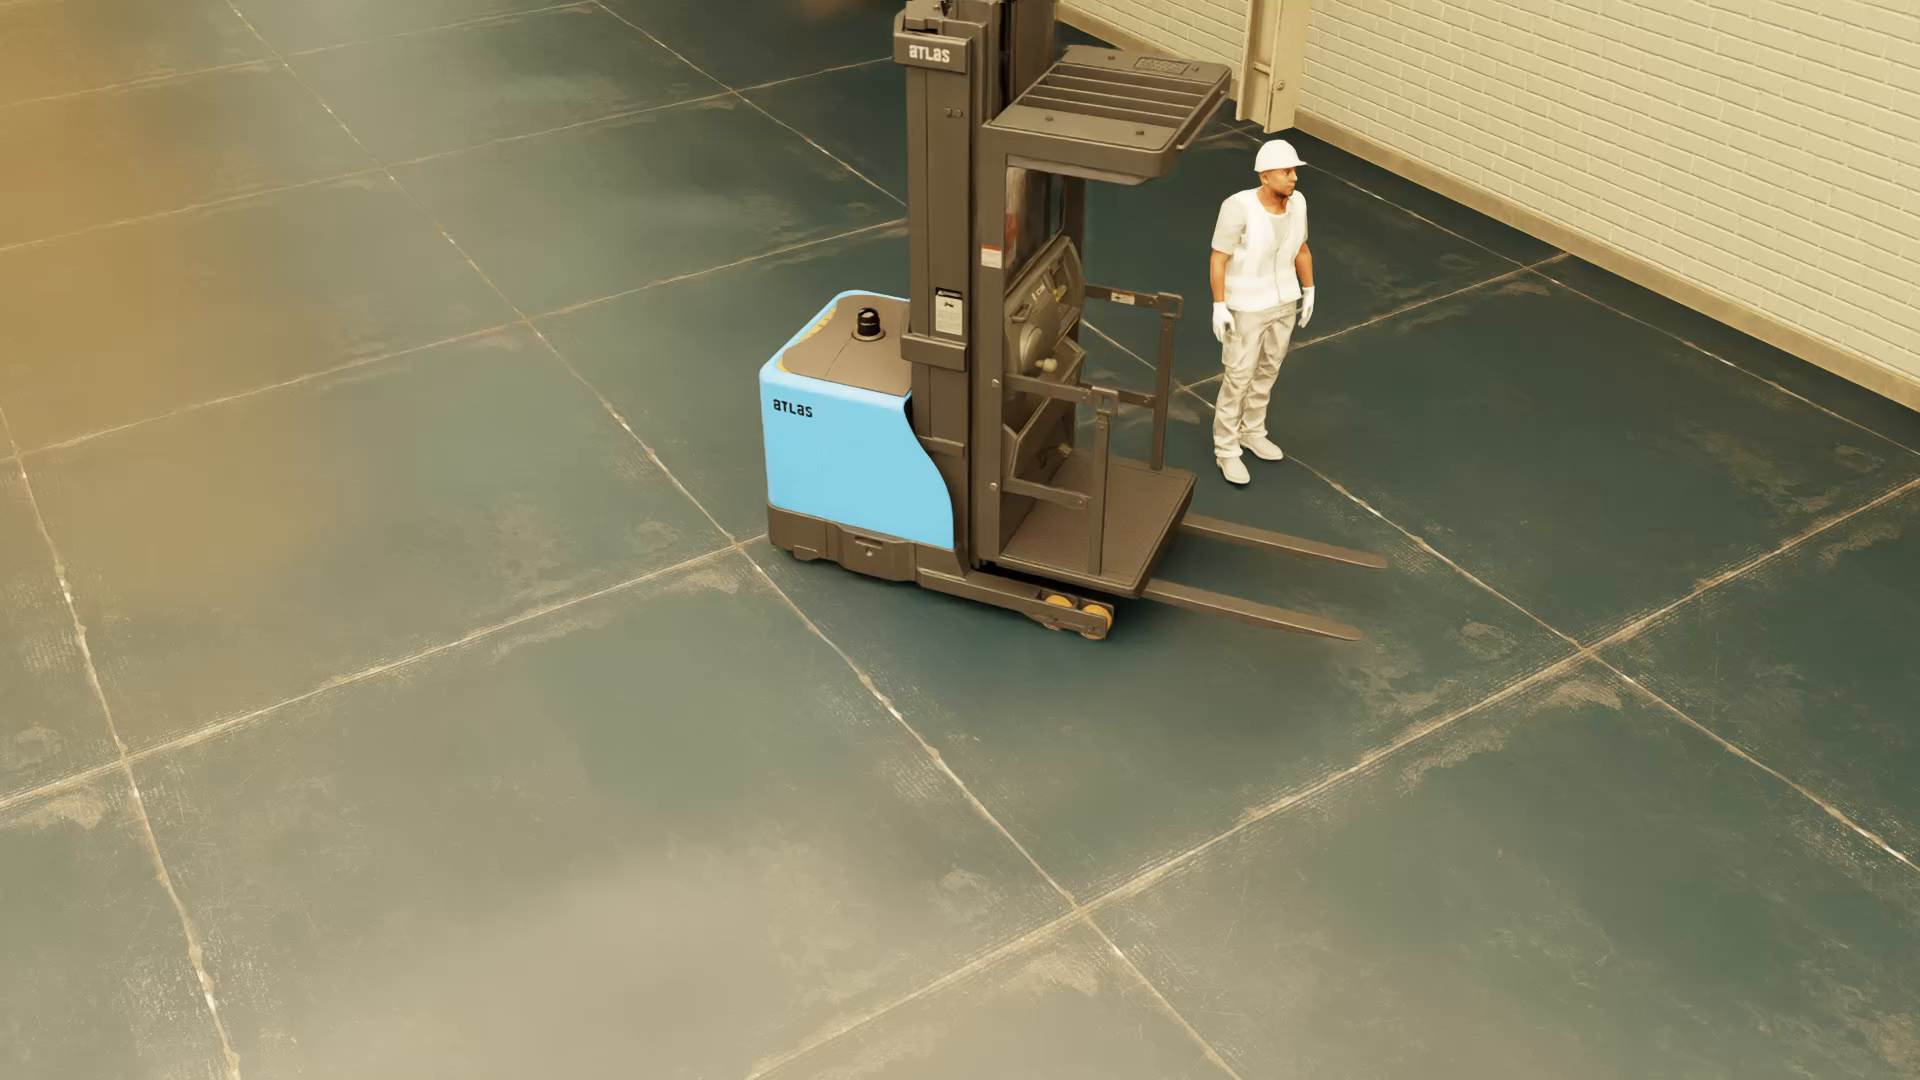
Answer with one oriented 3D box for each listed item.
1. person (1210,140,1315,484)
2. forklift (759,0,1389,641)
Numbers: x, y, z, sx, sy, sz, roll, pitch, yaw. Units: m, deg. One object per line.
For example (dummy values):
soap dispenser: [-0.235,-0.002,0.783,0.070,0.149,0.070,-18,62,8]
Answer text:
person: [1.653,-1.230,8.886,0.658,1.785,0.569,-18,39,-23]
forklift: [0.579,-1.068,7.667,3.031,2.935,1.130,13,37,18]
